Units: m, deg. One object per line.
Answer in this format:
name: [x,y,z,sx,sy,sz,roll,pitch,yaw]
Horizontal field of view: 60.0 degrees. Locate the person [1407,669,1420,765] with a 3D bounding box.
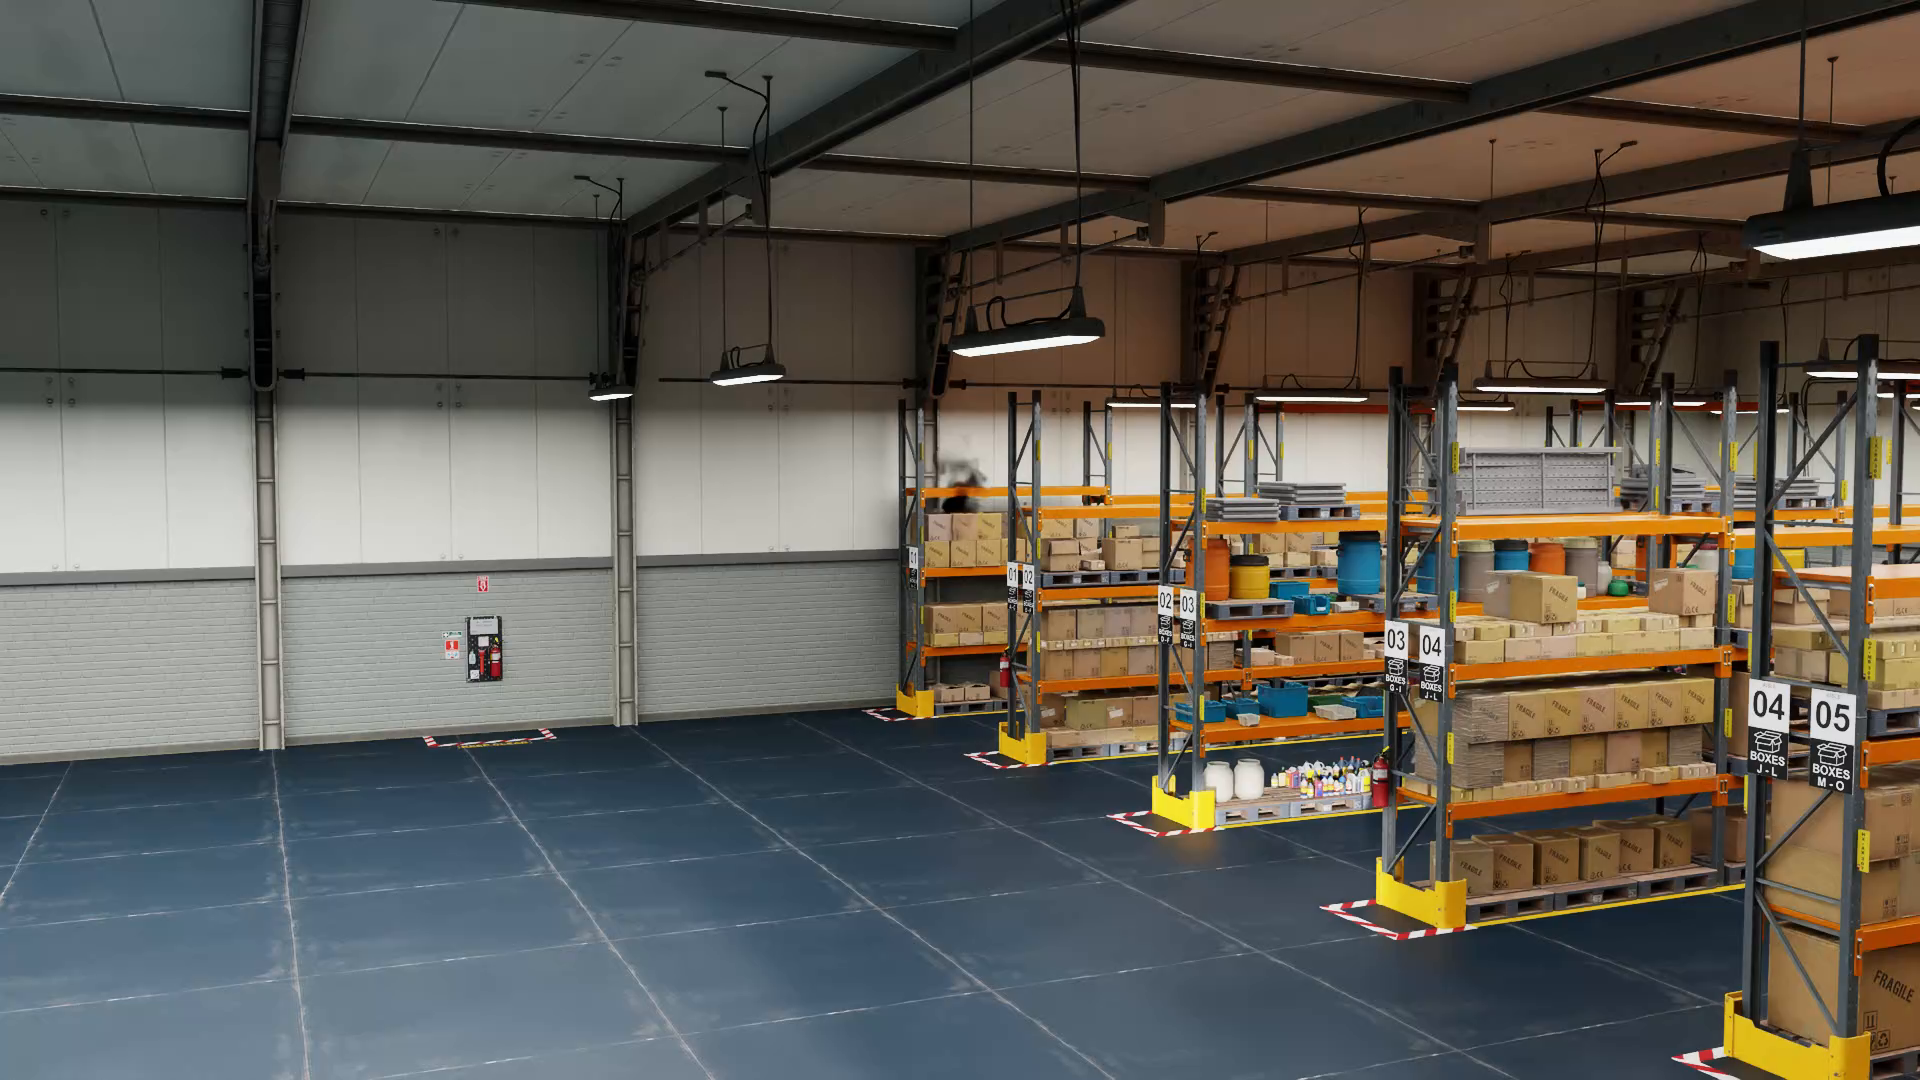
person: [7.357,2.717,26.801,0.706,1.812,0.673,-2,4,-33]
